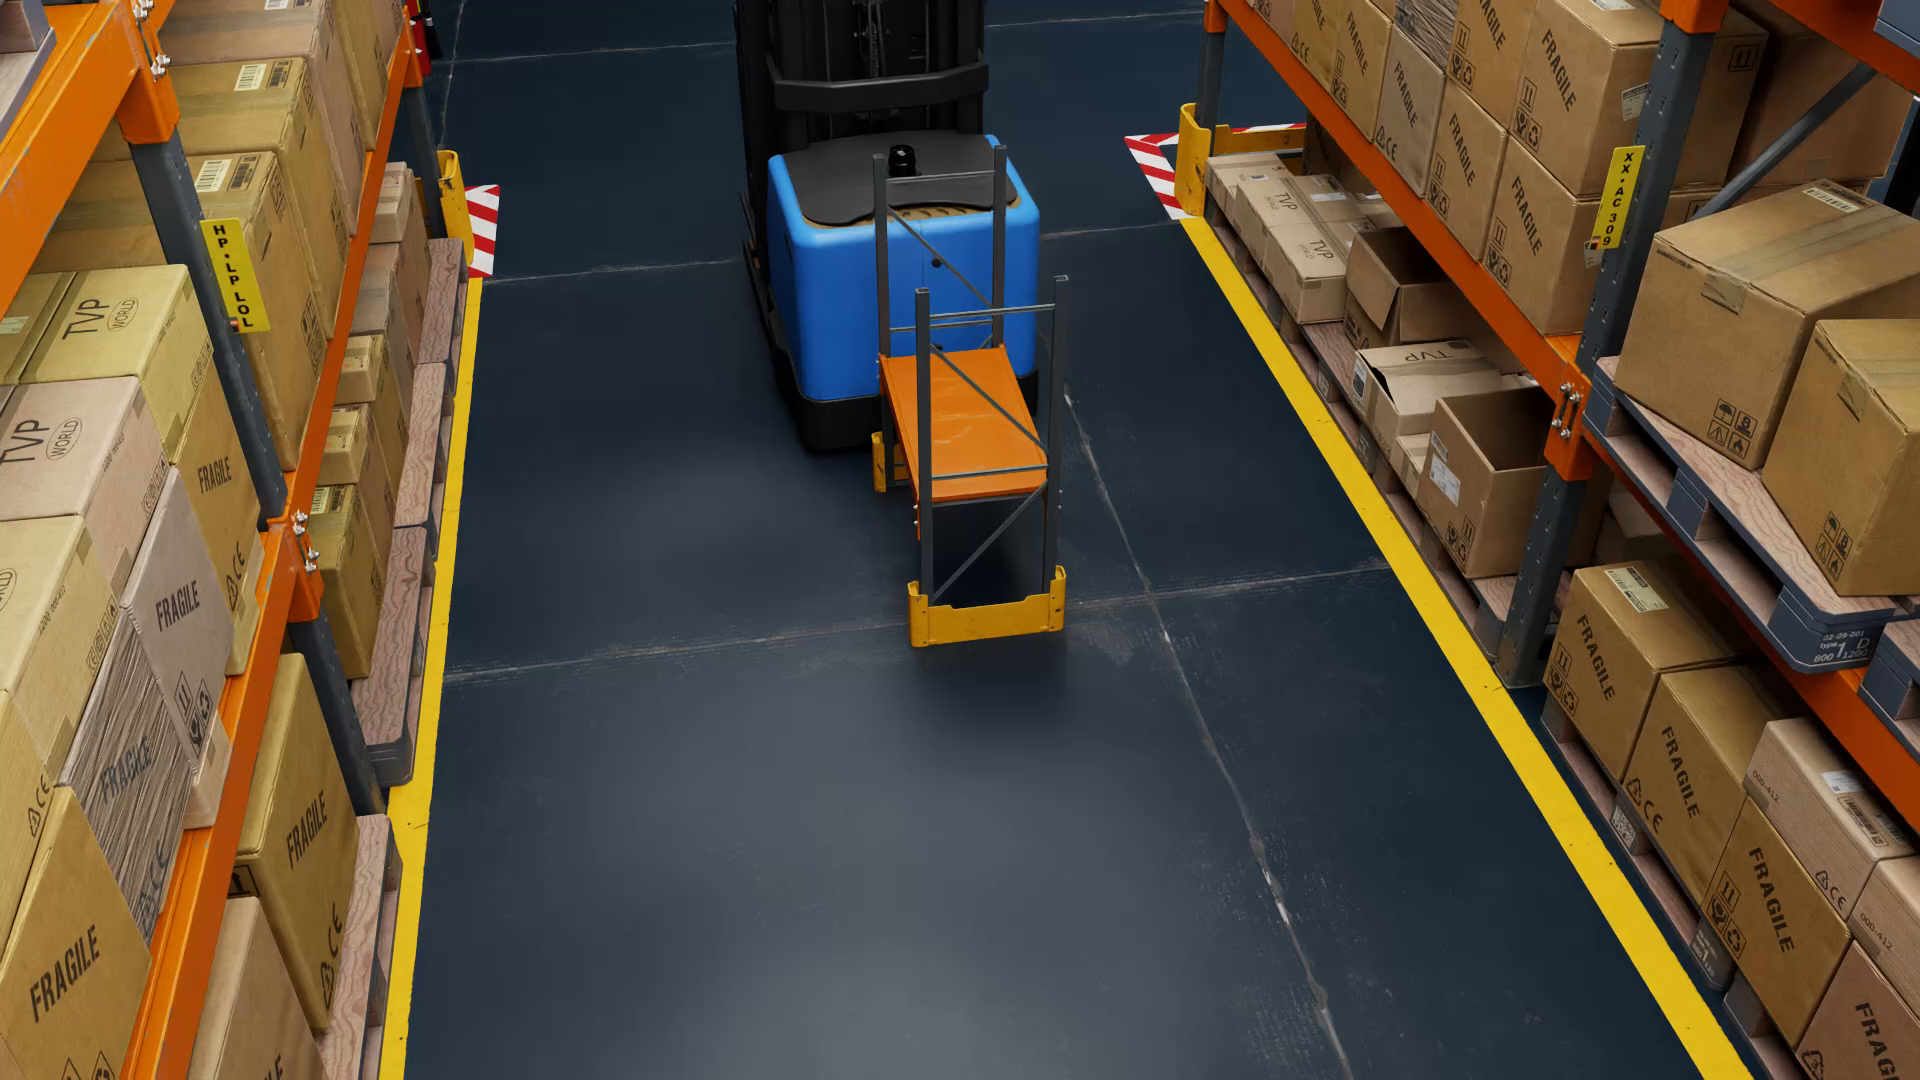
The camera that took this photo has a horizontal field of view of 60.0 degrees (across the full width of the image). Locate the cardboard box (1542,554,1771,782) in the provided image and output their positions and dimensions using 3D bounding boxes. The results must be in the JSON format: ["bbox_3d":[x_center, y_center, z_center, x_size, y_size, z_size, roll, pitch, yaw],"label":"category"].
[{"bbox_3d":[2.312,0.407,5.461,0.500,0.500,0.500,-8,39,-10],"label":"cardboard box"}]

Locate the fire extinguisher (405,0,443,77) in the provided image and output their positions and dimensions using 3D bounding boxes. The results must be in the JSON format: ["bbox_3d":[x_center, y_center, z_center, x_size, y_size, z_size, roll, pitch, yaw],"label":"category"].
[{"bbox_3d":[-2.682,-2.569,7.979,0.296,0.674,0.183,-6,38,-8],"label":"fire extinguisher"}]

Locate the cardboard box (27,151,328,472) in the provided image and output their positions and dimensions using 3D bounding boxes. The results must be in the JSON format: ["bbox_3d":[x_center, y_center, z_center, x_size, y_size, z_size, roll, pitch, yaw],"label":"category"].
[{"bbox_3d":[-2.488,-0.638,4.882,0.980,0.700,0.700,-6,38,-7],"label":"cardboard box"}]

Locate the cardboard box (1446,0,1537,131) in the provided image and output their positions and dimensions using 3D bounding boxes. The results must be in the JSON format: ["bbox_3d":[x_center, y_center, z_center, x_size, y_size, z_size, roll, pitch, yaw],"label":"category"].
[{"bbox_3d":[2.031,-1.746,5.656,0.500,0.500,0.500,-7,38,-9],"label":"cardboard box"}]

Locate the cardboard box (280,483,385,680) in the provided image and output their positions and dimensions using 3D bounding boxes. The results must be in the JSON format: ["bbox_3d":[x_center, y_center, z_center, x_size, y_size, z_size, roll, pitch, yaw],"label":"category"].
[{"bbox_3d":[-2.439,0.168,5.783,0.700,0.500,0.500,-6,38,-7],"label":"cardboard box"}]

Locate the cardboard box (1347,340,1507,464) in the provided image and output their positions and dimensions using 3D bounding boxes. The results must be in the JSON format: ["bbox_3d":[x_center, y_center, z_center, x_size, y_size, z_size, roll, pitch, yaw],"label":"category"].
[{"bbox_3d":[1.957,-0.604,6.915,0.500,0.311,0.500,-6,38,-8],"label":"cardboard box"}]

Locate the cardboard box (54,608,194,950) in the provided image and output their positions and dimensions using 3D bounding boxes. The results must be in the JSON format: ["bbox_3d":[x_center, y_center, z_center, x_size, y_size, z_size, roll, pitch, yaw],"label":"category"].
[{"bbox_3d":[-1.901,0.508,3.311,0.500,0.500,0.500,-6,38,-8],"label":"cardboard box"}]

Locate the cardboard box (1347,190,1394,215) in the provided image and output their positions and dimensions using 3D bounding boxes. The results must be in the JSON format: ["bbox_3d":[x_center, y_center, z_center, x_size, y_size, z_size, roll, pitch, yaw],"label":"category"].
[{"bbox_3d":[2.086,-1.640,8.367,0.380,0.166,0.250,-6,38,-8],"label":"cardboard box"}]

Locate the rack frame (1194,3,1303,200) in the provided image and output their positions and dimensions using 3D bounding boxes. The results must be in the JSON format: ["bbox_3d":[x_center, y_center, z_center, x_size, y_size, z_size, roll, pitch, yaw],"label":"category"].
[{"bbox_3d":[1.766,-3.141,8.348,1.000,3.000,0.127,-6,38,-8],"label":"rack frame"}]

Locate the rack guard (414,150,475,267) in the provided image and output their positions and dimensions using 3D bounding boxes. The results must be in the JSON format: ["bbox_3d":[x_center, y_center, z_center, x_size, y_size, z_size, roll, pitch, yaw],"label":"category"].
[{"bbox_3d":[-3.114,-1.634,8.445,1.175,0.500,0.348,-6,38,-8],"label":"rack guard"}]

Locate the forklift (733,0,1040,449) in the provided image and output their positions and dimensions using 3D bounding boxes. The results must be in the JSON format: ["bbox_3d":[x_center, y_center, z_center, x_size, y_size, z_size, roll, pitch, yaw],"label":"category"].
[{"bbox_3d":[-0.490,-2.455,7.521,1.130,2.935,3.031,-8,39,-10],"label":"forklift"}]

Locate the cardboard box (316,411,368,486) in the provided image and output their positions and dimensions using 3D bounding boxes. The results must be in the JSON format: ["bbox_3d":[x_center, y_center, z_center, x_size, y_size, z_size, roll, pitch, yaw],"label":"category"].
[{"bbox_3d":[-2.319,-0.314,5.876,0.380,0.149,0.250,-5,38,-6],"label":"cardboard box"}]

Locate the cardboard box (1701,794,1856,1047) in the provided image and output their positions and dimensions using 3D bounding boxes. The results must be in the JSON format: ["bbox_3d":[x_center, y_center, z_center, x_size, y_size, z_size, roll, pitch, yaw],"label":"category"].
[{"bbox_3d":[2.497,1.030,4.658,0.500,0.500,0.500,-6,38,-7],"label":"cardboard box"}]

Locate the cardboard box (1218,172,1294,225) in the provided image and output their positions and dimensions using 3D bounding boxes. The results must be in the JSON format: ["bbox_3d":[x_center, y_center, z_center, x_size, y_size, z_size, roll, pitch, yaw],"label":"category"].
[{"bbox_3d":[1.545,-1.755,8.515,0.380,0.166,0.250,-6,38,-8],"label":"cardboard box"}]

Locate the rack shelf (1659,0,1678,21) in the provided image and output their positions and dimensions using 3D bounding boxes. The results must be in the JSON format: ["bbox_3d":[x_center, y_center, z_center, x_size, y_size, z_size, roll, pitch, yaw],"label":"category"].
[{"bbox_3d":[2.117,-2.834,6.094,1.077,0.370,4.000,-6,38,-8],"label":"rack shelf"}]

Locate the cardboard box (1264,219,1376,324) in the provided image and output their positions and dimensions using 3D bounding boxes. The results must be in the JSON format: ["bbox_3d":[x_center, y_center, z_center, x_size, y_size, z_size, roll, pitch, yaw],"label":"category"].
[{"bbox_3d":[1.757,-1.266,7.817,0.500,0.250,0.500,-6,38,-8],"label":"cardboard box"}]

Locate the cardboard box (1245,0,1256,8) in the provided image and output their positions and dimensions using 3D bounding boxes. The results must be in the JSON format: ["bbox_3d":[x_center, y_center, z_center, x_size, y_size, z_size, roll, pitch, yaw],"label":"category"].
[{"bbox_3d":[1.584,-2.884,7.936,0.500,0.500,0.500,-5,38,-7],"label":"cardboard box"}]

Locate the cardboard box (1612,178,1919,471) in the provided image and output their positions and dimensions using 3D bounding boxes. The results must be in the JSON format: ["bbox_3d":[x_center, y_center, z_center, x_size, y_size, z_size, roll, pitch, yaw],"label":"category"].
[{"bbox_3d":[2.330,-0.620,4.680,0.700,0.500,0.500,-19,42,-23],"label":"cardboard box"}]

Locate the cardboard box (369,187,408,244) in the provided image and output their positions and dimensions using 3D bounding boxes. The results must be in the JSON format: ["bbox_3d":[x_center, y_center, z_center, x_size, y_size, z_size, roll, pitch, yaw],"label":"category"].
[{"bbox_3d":[-2.642,-1.417,7.295,0.380,0.149,0.250,-5,38,-7],"label":"cardboard box"}]

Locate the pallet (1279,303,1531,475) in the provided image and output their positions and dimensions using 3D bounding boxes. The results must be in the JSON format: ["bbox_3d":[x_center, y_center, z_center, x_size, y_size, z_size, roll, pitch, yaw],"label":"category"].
[{"bbox_3d":[2.131,-0.777,7.579,1.003,0.211,1.213,-6,38,-8],"label":"pallet"}]

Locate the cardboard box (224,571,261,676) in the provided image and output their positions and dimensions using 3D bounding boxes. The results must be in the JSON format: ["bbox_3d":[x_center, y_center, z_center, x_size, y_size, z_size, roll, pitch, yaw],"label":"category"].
[{"bbox_3d":[-2.003,0.225,4.204,0.380,0.149,0.250,-6,38,-7],"label":"cardboard box"}]

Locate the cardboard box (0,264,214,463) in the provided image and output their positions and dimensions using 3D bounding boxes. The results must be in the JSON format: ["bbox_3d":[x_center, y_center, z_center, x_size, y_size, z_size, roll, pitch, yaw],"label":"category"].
[{"bbox_3d":[-2.075,-0.397,3.864,0.500,0.250,0.500,-5,38,-7],"label":"cardboard box"}]

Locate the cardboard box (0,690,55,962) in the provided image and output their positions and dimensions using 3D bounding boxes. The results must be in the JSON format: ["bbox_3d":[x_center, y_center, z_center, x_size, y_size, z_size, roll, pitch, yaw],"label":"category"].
[{"bbox_3d":[-1.816,0.529,2.672,0.500,0.250,0.500,-7,38,-9],"label":"cardboard box"}]

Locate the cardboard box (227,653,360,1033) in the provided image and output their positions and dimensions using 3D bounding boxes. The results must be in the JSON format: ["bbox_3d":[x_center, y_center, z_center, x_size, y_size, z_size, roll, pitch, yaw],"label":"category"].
[{"bbox_3d":[-2.167,0.872,4.593,0.750,0.750,0.750,-6,38,-7],"label":"cardboard box"}]

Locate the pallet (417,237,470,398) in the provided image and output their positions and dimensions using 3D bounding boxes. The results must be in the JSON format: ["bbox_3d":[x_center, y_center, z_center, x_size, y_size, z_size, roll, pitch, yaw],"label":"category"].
[{"bbox_3d":[-2.893,-1.030,7.904,1.003,0.211,1.213,-6,38,-8],"label":"pallet"}]

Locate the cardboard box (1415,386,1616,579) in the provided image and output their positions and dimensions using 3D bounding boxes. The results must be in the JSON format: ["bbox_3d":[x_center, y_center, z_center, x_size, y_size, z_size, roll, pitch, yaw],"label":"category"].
[{"bbox_3d":[2.088,-0.225,6.274,0.500,0.500,0.500,-6,38,-8],"label":"cardboard box"}]

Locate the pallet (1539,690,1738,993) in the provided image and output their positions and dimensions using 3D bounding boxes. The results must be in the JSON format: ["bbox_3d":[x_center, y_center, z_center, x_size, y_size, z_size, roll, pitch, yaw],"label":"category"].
[{"bbox_3d":[2.647,0.863,5.467,1.003,0.211,1.213,-6,38,-8],"label":"pallet"}]

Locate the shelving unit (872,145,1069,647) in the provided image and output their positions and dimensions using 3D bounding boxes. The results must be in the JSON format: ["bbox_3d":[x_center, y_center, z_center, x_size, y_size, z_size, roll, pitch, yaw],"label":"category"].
[{"bbox_3d":[0.013,-0.546,6.231,0.587,1.500,1.083,-6,38,-8],"label":"shelving unit"}]

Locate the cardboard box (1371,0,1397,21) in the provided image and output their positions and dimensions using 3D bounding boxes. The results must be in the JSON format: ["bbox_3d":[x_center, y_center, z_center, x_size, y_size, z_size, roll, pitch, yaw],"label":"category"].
[{"bbox_3d":[1.856,-2.355,6.440,0.500,0.500,0.500,-7,38,-8],"label":"cardboard box"}]

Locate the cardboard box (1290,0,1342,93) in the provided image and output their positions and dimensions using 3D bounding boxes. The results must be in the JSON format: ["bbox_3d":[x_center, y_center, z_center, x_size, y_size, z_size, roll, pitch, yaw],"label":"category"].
[{"bbox_3d":[1.765,-2.270,7.145,0.500,0.500,0.500,-6,38,-8],"label":"cardboard box"}]

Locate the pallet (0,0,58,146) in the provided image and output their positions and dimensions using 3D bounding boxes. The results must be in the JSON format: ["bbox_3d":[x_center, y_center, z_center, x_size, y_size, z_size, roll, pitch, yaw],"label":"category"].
[{"bbox_3d":[-2.200,-0.751,2.982,0.805,0.209,1.217,-8,39,-10],"label":"pallet"}]

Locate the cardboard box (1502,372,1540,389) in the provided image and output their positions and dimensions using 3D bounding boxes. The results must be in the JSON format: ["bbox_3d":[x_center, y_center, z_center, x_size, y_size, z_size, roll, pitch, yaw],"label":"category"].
[{"bbox_3d":[2.445,-0.578,7.000,0.380,0.166,0.250,-6,38,-8],"label":"cardboard box"}]

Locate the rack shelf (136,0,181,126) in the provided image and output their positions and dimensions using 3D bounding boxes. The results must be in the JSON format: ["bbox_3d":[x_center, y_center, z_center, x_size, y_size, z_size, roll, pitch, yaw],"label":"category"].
[{"bbox_3d":[-2.760,-2.299,5.405,1.077,0.370,4.000,-6,38,-8],"label":"rack shelf"}]

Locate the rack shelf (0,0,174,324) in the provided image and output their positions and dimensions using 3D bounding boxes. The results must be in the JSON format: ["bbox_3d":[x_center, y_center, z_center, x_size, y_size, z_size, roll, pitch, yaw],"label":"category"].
[{"bbox_3d":[-2.058,0.117,2.295,1.077,0.370,4.000,-6,38,-8],"label":"rack shelf"}]

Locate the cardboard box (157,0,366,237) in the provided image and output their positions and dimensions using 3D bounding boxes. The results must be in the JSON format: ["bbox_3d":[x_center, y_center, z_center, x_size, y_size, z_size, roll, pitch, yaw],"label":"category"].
[{"bbox_3d":[-2.748,-1.518,6.014,0.980,0.700,0.700,-8,39,-10],"label":"cardboard box"}]

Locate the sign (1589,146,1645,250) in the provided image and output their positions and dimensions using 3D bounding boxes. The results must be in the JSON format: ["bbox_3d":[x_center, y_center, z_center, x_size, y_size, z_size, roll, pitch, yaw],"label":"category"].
[{"bbox_3d":[1.935,-1.004,4.892,0.100,0.325,0.005,-6,38,-8],"label":"sign"}]

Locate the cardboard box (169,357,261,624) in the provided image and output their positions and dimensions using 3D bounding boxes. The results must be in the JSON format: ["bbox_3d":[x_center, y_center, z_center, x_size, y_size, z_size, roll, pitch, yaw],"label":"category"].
[{"bbox_3d":[-2.080,-0.103,4.098,0.500,0.500,0.500,-7,38,-9],"label":"cardboard box"}]

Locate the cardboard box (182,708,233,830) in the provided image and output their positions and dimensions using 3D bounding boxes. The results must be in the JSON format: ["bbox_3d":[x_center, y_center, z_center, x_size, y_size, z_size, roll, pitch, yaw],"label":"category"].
[{"bbox_3d":[-1.898,0.539,3.799,0.380,0.149,0.250,-6,38,-8],"label":"cardboard box"}]

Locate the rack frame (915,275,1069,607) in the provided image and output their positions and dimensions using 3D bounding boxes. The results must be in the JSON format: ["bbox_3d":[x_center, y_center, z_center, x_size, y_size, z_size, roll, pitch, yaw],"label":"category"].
[{"bbox_3d":[0.104,-0.234,5.828,0.500,1.500,0.032,-6,38,-8],"label":"rack frame"}]

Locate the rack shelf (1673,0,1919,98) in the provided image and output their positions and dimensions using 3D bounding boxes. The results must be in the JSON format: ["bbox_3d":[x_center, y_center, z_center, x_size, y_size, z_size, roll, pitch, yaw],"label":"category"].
[{"bbox_3d":[2.818,-0.418,2.984,1.077,0.370,4.000,-6,38,-8],"label":"rack shelf"}]

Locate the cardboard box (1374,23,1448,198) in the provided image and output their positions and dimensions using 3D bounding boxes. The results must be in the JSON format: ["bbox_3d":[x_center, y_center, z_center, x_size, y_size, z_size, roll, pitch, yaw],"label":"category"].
[{"bbox_3d":[1.943,-1.660,6.361,0.500,0.500,0.500,-5,38,-7],"label":"cardboard box"}]

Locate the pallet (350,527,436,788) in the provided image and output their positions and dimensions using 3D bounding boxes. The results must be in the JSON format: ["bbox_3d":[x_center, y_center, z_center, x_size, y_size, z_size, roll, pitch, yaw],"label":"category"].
[{"bbox_3d":[-2.465,0.443,6.007,1.003,0.211,1.213,-6,38,-8],"label":"pallet"}]

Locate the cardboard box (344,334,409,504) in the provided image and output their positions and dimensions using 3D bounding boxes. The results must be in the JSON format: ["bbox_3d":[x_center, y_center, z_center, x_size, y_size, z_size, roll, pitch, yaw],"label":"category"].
[{"bbox_3d":[-2.612,-0.446,6.574,0.700,0.500,0.500,-5,38,-7],"label":"cardboard box"}]

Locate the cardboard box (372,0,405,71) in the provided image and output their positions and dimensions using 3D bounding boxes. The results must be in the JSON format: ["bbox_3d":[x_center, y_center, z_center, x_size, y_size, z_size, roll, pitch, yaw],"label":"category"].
[{"bbox_3d":[-3.011,-2.418,7.172,0.980,0.700,0.700,-5,38,-6],"label":"cardboard box"}]

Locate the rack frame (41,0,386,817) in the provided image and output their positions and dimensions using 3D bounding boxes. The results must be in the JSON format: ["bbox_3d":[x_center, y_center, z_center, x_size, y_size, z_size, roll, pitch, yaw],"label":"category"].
[{"bbox_3d":[-2.409,-0.190,4.550,1.000,3.000,0.127,-6,38,-8],"label":"rack frame"}]

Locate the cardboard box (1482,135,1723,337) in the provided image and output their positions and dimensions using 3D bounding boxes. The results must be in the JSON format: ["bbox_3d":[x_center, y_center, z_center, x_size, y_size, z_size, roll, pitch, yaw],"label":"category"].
[{"bbox_3d":[2.127,-1.039,5.561,0.500,0.500,0.500,-6,38,-7],"label":"cardboard box"}]

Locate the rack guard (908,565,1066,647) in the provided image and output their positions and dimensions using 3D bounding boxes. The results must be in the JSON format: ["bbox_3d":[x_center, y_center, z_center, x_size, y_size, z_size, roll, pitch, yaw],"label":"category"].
[{"bbox_3d":[0.101,0.248,6.227,0.587,0.250,0.087,-6,38,-8],"label":"rack guard"}]

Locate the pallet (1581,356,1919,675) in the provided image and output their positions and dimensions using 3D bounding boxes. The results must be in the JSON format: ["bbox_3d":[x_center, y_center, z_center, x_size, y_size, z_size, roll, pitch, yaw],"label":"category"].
[{"bbox_3d":[2.500,-0.155,4.661,1.003,0.211,1.213,-6,38,-8],"label":"pallet"}]

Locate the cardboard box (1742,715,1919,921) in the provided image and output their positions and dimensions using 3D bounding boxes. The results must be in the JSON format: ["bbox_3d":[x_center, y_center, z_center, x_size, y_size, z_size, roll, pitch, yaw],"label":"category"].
[{"bbox_3d":[2.488,0.714,4.453,0.500,0.250,0.500,-6,38,-8],"label":"cardboard box"}]

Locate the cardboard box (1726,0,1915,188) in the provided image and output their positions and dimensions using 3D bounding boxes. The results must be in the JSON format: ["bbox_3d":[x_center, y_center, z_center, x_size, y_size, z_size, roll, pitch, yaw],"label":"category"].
[{"bbox_3d":[2.662,-1.474,5.306,0.500,0.500,0.500,-5,38,-7],"label":"cardboard box"}]

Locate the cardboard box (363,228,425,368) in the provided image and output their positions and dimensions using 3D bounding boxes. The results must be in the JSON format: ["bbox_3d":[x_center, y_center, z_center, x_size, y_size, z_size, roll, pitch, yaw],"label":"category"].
[{"bbox_3d":[-2.801,-1.071,7.378,0.700,0.500,0.500,-6,38,-8],"label":"cardboard box"}]
